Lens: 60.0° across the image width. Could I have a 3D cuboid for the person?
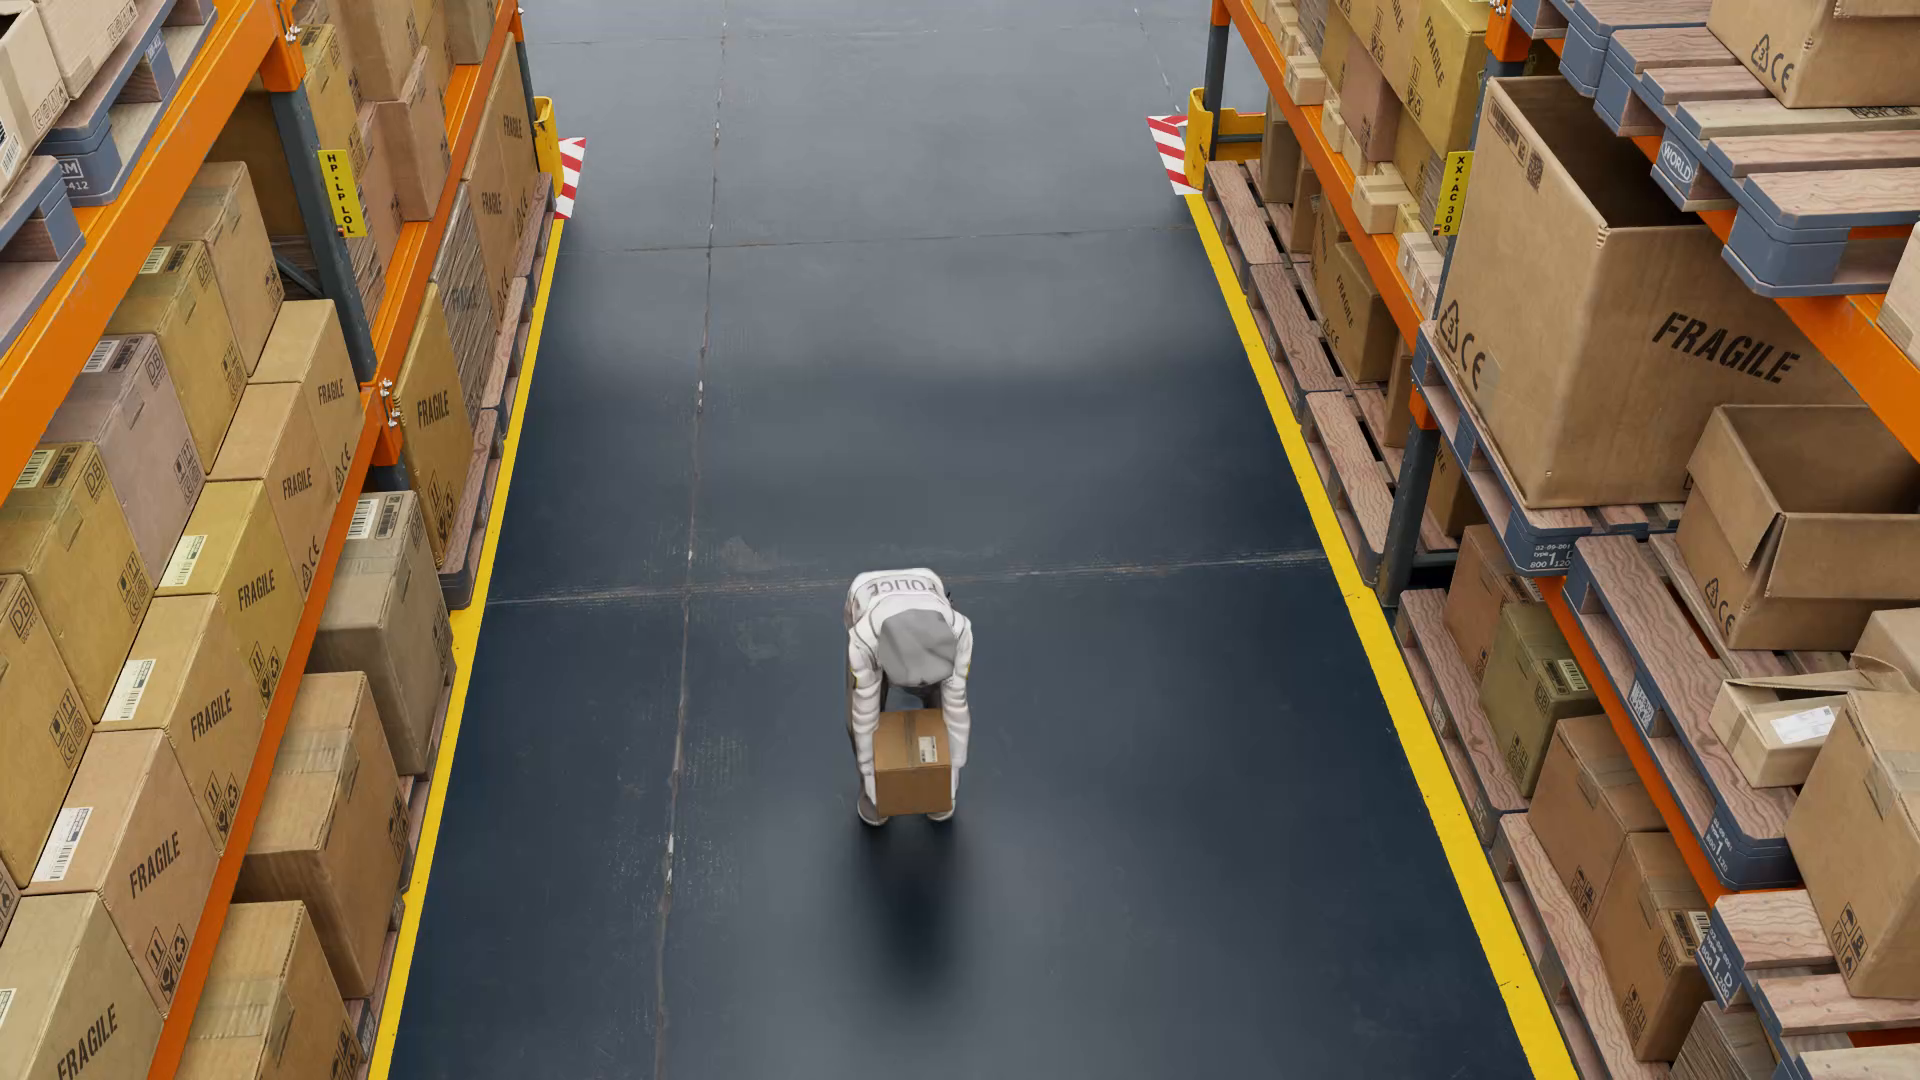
[{"bbox_3d":[-0.178,0.585,5.712,0.422,1.326,0.866,-4,40,-5],"label":"person"}]
